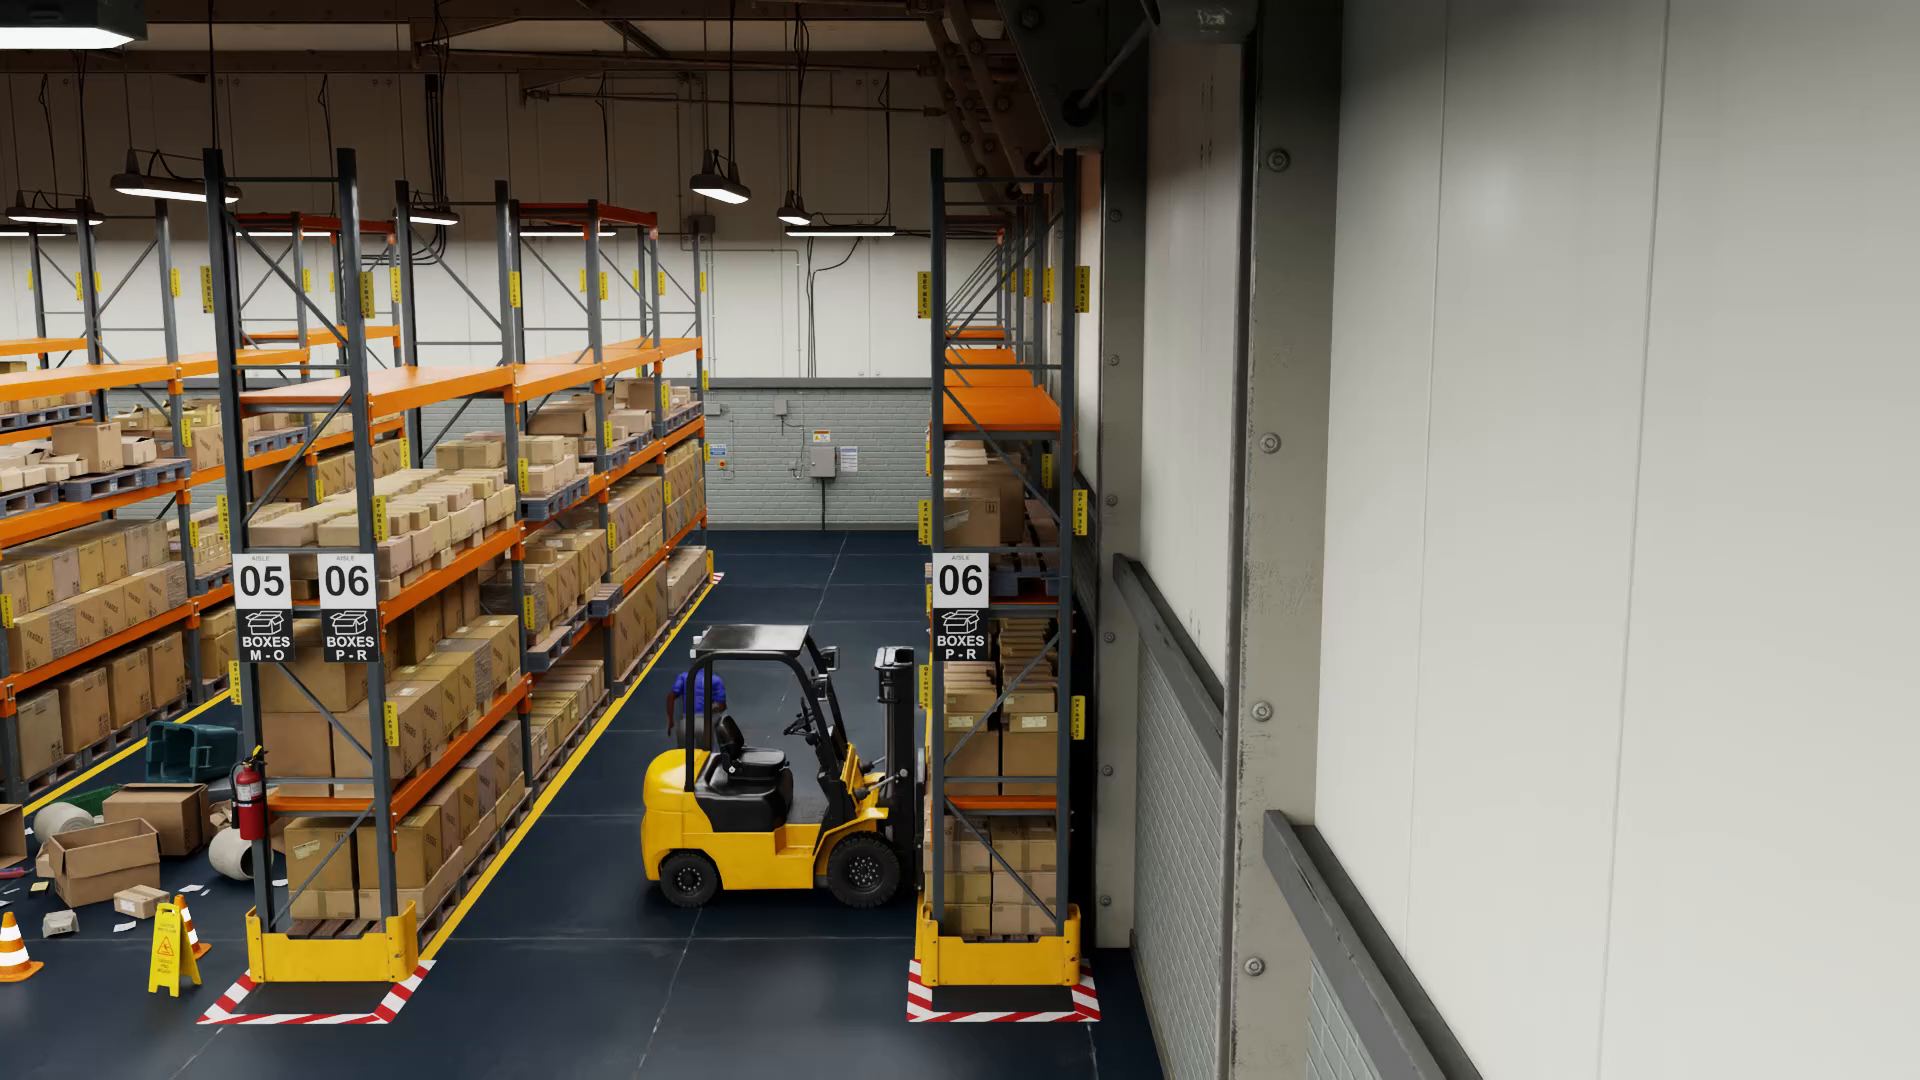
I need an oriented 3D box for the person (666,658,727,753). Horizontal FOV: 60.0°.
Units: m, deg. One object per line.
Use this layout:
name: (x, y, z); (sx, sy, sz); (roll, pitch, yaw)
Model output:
person: (-2.562, 1.842, 16.230); (0.570, 1.531, 0.717); (0, 9, 1)
